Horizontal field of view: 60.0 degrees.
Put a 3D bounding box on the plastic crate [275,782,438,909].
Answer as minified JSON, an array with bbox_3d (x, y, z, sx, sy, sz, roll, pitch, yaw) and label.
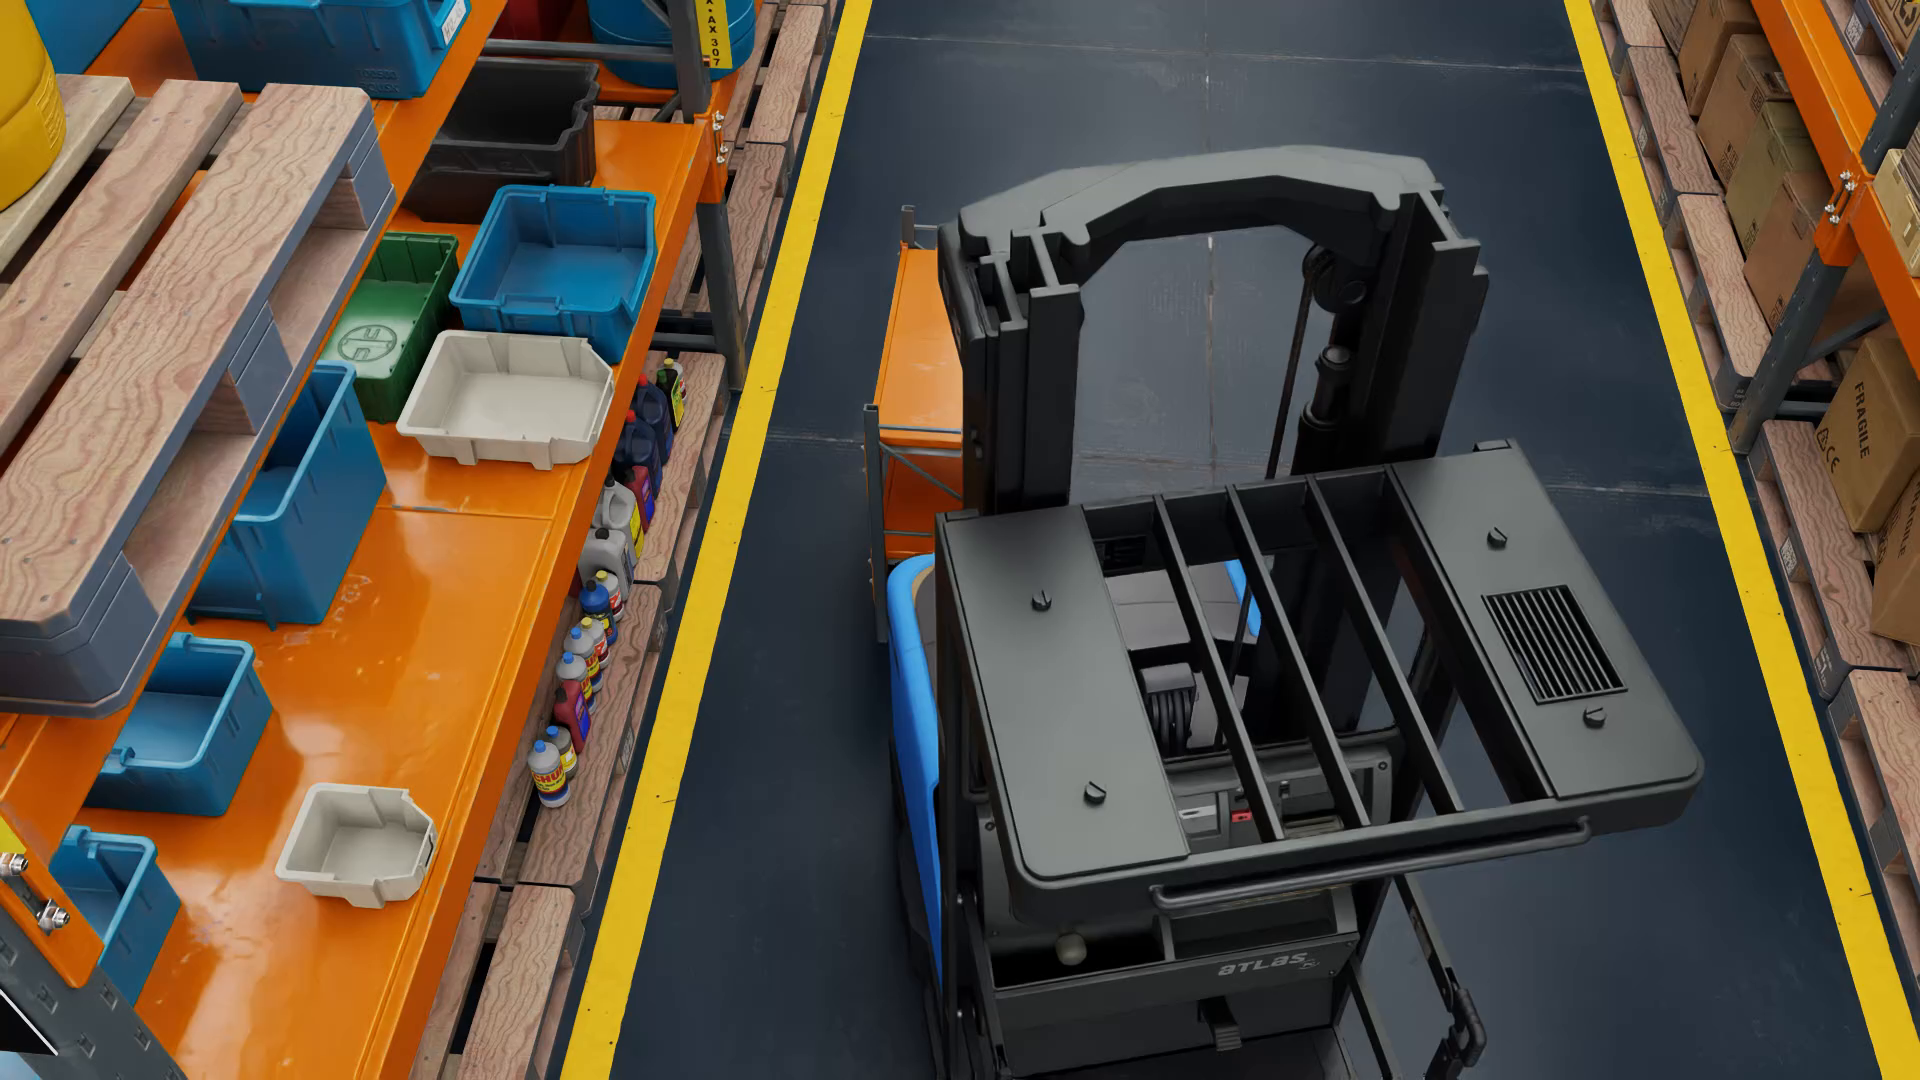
[{"bbox_3d":[-1.344,0.700,3.756,0.298,0.136,0.250,4,48,4],"label":"plastic crate"}]

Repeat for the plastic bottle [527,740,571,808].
[{"bbox_3d":[-1.270,0.708,5.121,0.097,0.271,0.097,0,48,0],"label":"plastic bottle"}]

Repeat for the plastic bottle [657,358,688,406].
[{"bbox_3d":[-1.104,-0.609,6.372,0.097,0.201,0.097,0,48,0],"label":"plastic bottle"}]

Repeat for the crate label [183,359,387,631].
[{"bbox_3d":[-1.848,-0.136,4.317,0.502,0.435,0.616,4,48,4],"label":"crate label"}]

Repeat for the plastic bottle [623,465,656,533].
[{"bbox_3d":[-1.144,-0.168,5.914,0.061,0.283,0.133,7,48,6],"label":"plastic bottle"}]

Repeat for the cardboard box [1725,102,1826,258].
[{"bbox_3d":[3.690,-1.463,6.951,0.700,0.500,0.500,4,48,3],"label":"cardboard box"}]

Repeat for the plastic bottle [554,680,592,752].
[{"bbox_3d":[-1.232,0.539,5.267,0.061,0.283,0.133,5,48,4],"label":"plastic bottle"}]

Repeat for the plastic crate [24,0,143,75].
[{"bbox_3d":[-1.872,-1.182,3.276,0.392,0.384,0.575,4,48,4],"label":"plastic crate"}]

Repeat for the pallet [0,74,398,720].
[{"bbox_3d":[-1.573,-0.303,2.590,1.003,0.211,1.213,4,48,4],"label":"pallet"}]

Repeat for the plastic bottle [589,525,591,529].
[{"bbox_3d":[-1.305,-0.041,5.798,0.061,0.283,0.133,4,48,4],"label":"plastic bottle"}]

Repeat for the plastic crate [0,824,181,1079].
[{"bbox_3d":[-1.998,0.909,3.486,0.499,0.251,0.616,4,48,4],"label":"plastic crate"}]

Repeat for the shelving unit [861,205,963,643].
[{"bbox_3d":[0.001,-0.385,5.839,0.538,1.125,1.048,4,48,4],"label":"shelving unit"}]

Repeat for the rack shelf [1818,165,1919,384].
[{"bbox_3d":[3.369,0.353,4.382,1.077,0.370,4.000,4,48,4],"label":"rack shelf"}]

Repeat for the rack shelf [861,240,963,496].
[{"bbox_3d":[0.001,-0.582,5.623,0.538,0.278,1.000,4,48,4],"label":"rack shelf"}]

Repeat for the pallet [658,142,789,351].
[{"bbox_3d":[-1.349,-1.331,7.324,1.003,0.211,1.213,4,48,4],"label":"pallet"}]

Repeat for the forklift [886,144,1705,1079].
[{"bbox_3d":[0.542,0.798,3.534,1.130,2.935,3.031,-8,48,-7],"label":"forklift"}]

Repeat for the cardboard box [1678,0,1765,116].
[{"bbox_3d":[3.792,-2.284,7.702,0.700,0.500,0.500,7,48,7],"label":"cardboard box"}]

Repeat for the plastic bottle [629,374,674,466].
[{"bbox_3d":[-1.153,-0.454,6.130,0.144,0.351,0.185,3,48,2],"label":"plastic bottle"}]

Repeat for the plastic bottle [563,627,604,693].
[{"bbox_3d":[-1.230,0.382,5.418,0.097,0.271,0.097,0,48,0],"label":"plastic bottle"}]

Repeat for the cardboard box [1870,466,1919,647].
[{"bbox_3d":[3.430,0.055,5.576,0.500,0.500,0.500,18,50,16],"label":"cardboard box"}]

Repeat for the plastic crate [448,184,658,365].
[{"bbox_3d":[-1.212,-0.811,5.060,0.499,0.251,0.616,4,48,4],"label":"plastic crate"}]

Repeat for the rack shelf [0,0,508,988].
[{"bbox_3d":[-1.564,-0.992,3.580,1.077,0.370,4.000,4,48,4],"label":"rack shelf"}]

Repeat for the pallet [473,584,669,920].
[{"bbox_3d":[-1.593,0.638,5.523,1.003,0.211,1.213,4,48,4],"label":"pallet"}]

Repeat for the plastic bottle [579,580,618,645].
[{"bbox_3d":[-1.212,0.234,5.554,0.097,0.271,0.097,0,48,0],"label":"plastic bottle"}]

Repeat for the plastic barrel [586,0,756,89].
[{"bbox_3d":[-1.045,-2.125,5.821,0.600,0.901,0.708,4,48,4],"label":"plastic barrel"}]

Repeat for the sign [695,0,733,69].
[{"bbox_3d":[-0.835,-1.741,5.622,0.100,0.325,0.005,4,48,4],"label":"sign"}]

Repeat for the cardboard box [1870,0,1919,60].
[{"bbox_3d":[3.763,-2.278,5.610,1.000,1.000,1.000,4,48,4],"label":"cardboard box"}]

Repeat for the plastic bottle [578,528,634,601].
[{"bbox_3d":[-1.219,0.068,5.702,0.152,0.276,0.135,5,48,4],"label":"plastic bottle"}]

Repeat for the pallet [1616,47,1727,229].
[{"bbox_3d":[3.729,-1.889,7.835,1.003,0.211,1.213,4,48,4],"label":"pallet"}]

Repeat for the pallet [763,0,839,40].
[{"bbox_3d":[-1.126,-3.124,8.964,1.003,0.211,1.213,4,48,4],"label":"pallet"}]

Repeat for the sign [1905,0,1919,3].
[{"bbox_3d":[2.998,-1.785,5.065,0.100,0.325,0.005,4,48,4],"label":"sign"}]

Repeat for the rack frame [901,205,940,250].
[{"bbox_3d":[0.047,-0.758,6.181,0.500,1.125,0.032,4,48,4],"label":"rack frame"}]

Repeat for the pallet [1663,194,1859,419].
[{"bbox_3d":[3.620,-0.990,7.013,1.003,0.211,1.213,4,48,4],"label":"pallet"}]

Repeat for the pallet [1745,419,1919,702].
[{"bbox_3d":[3.525,0.078,6.036,1.003,0.211,1.213,4,48,4],"label":"pallet"}]

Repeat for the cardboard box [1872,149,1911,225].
[{"bbox_3d":[3.232,-1.137,5.427,0.380,0.149,0.250,4,48,4],"label":"cardboard box"}]

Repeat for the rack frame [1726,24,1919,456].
[{"bbox_3d":[3.551,-1.359,5.461,1.000,3.000,0.127,4,48,4],"label":"rack frame"}]

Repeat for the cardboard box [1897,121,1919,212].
[{"bbox_3d":[3.448,-1.167,5.015,0.875,0.500,0.500,4,48,4],"label":"cardboard box"}]
